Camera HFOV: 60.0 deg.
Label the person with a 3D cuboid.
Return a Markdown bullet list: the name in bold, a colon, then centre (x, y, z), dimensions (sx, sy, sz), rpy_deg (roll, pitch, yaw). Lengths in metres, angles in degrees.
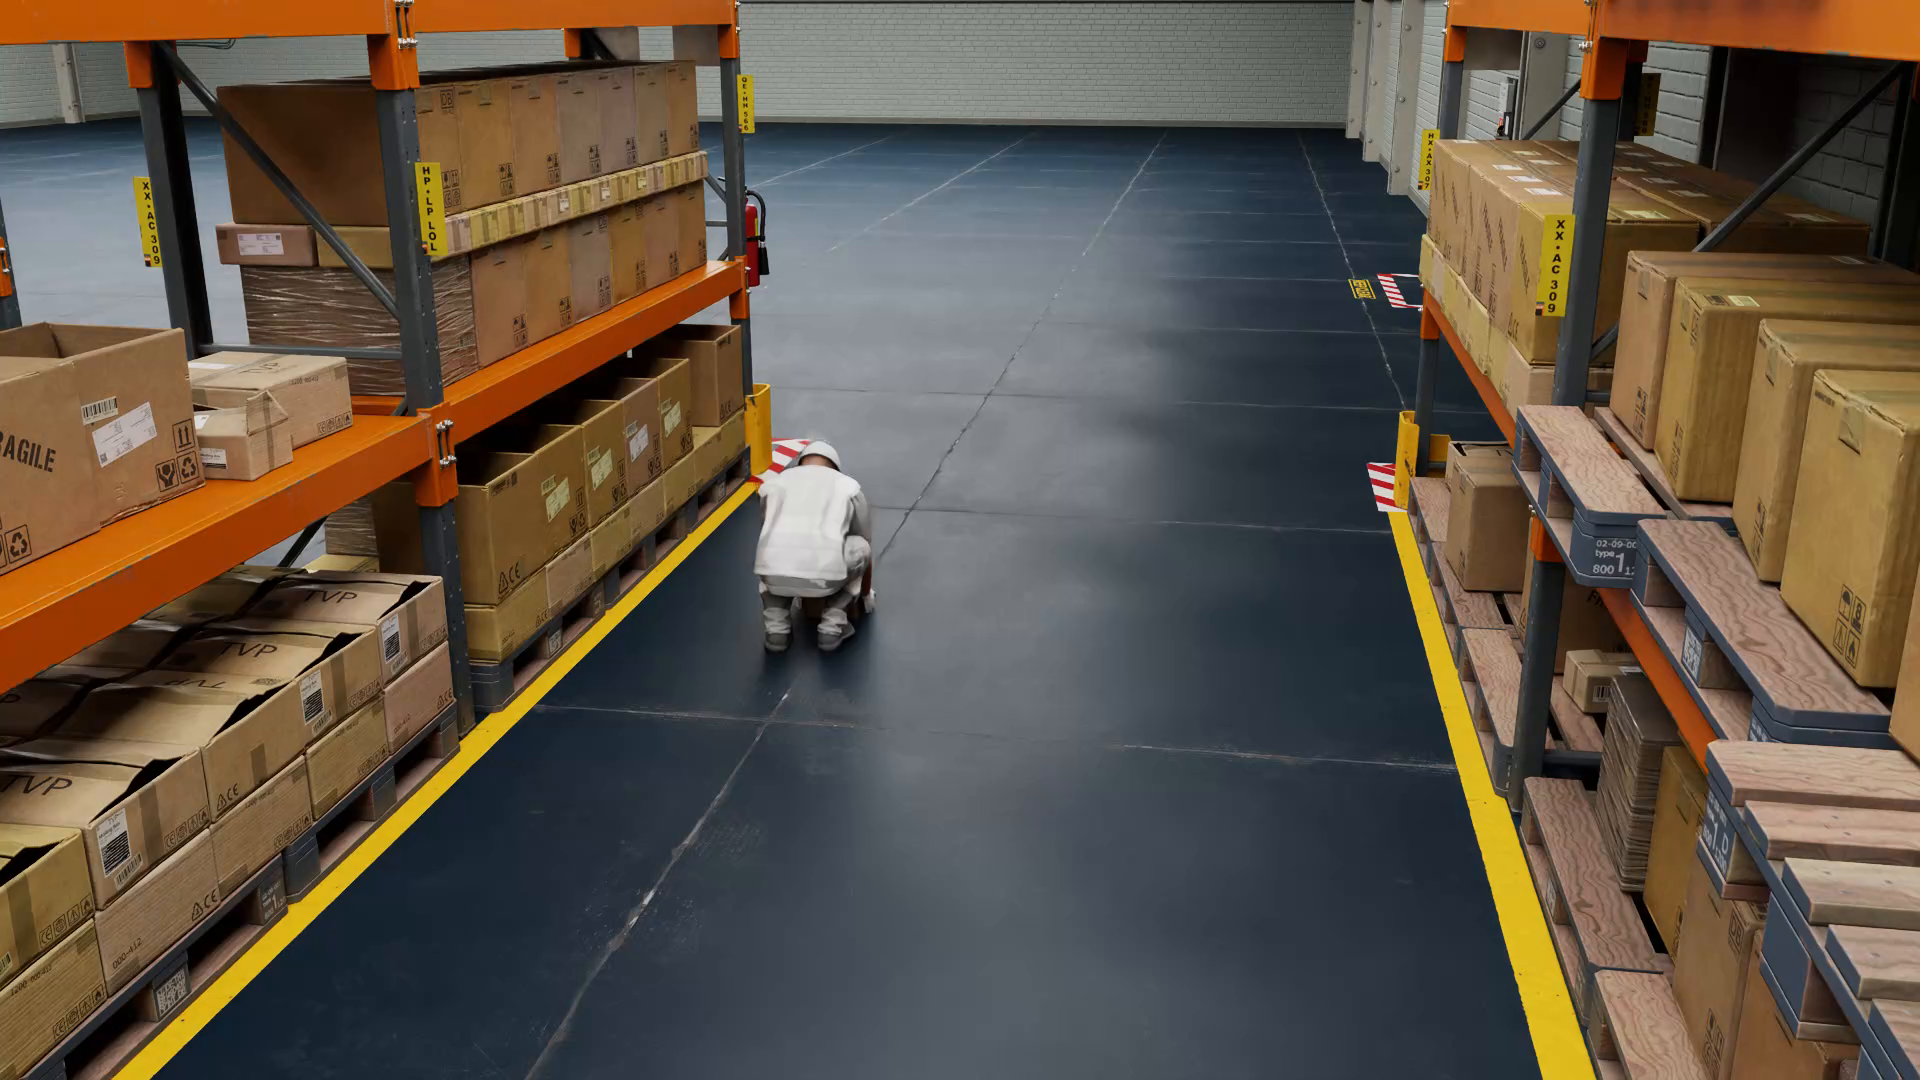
- **person**: centre (-0.667, 0.068, 7.527), dimensions (0.535, 0.876, 0.910), rpy_deg (3, 18, 9)
